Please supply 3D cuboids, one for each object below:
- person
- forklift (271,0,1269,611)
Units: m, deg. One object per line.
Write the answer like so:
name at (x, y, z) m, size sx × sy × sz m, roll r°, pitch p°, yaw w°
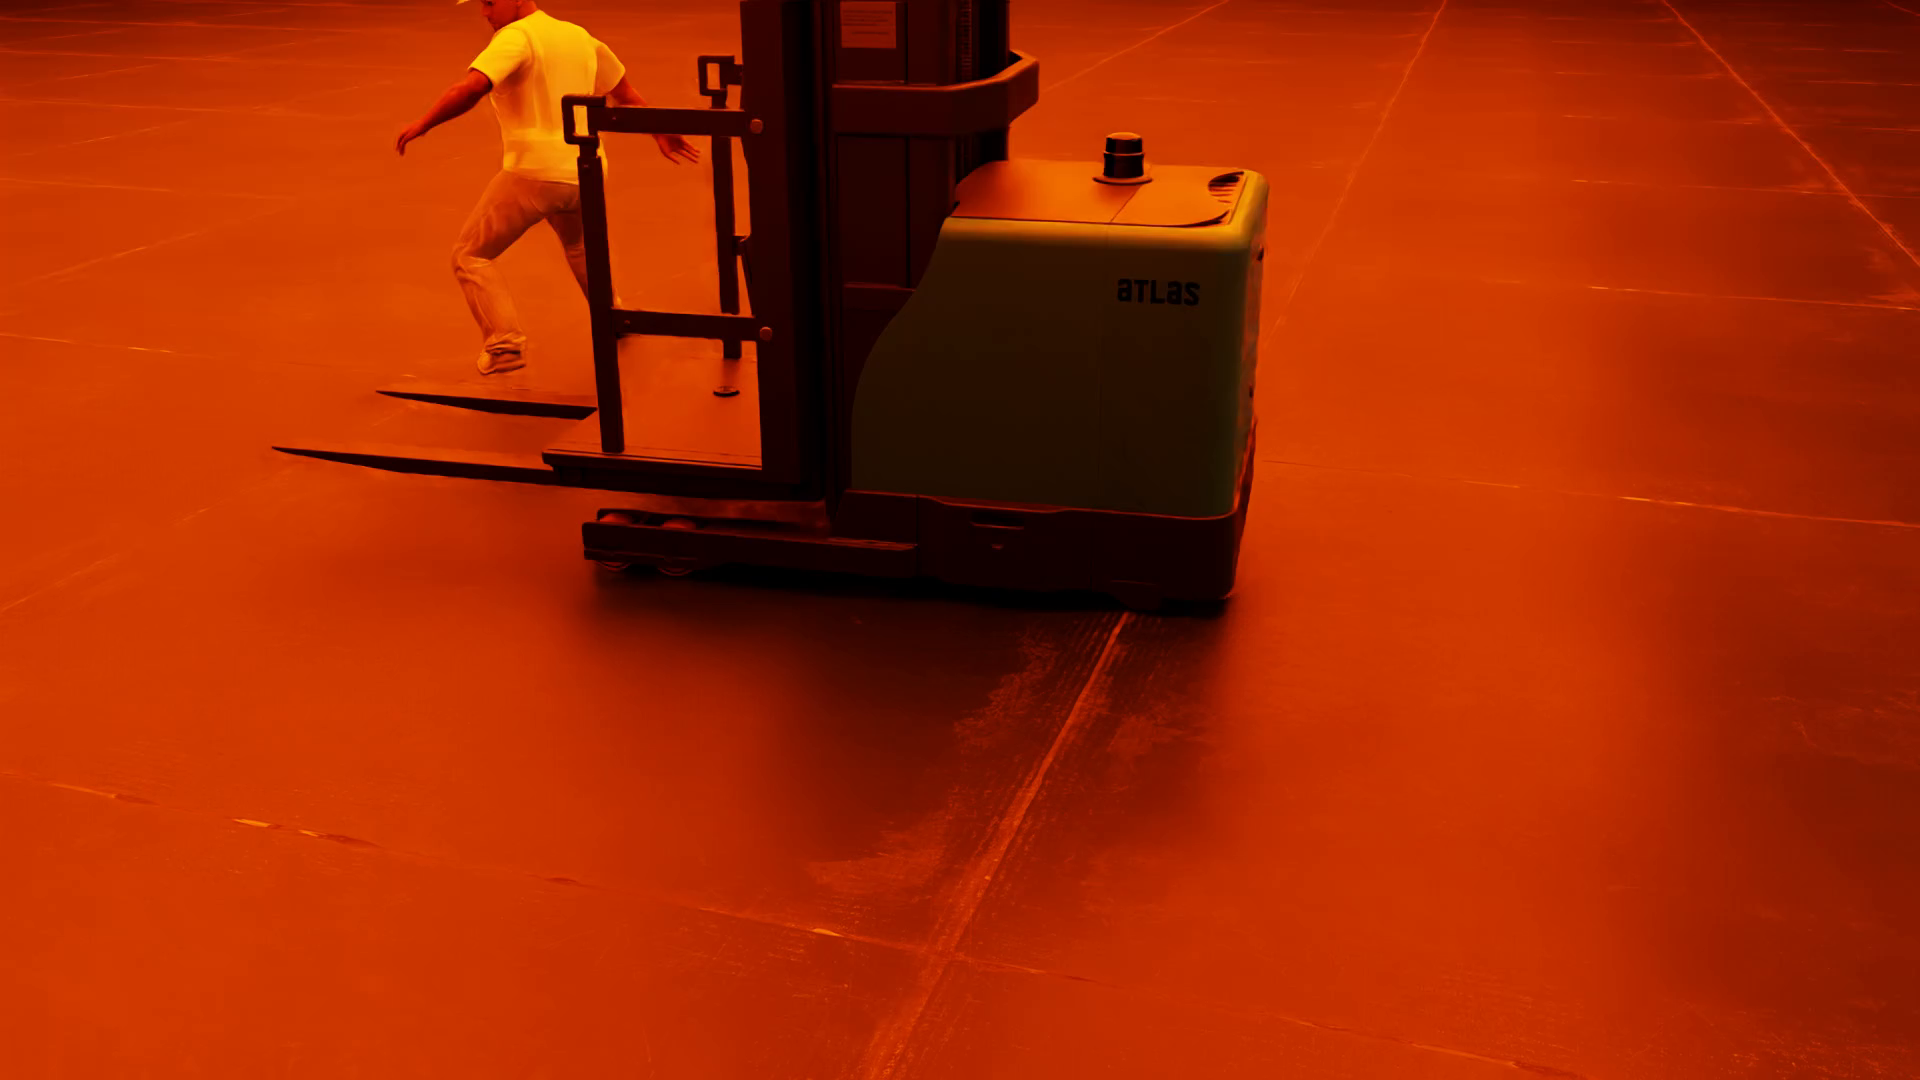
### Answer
person at (-1.635, -1.465, 6.695) m, size 0.556 × 1.707 × 1.194 m, roll 14°, pitch 26°, yaw 31°
forklift at (-0.629, -1.439, 4.765) m, size 3.031 × 2.935 × 1.130 m, roll 5°, pitch 23°, yaw 12°
